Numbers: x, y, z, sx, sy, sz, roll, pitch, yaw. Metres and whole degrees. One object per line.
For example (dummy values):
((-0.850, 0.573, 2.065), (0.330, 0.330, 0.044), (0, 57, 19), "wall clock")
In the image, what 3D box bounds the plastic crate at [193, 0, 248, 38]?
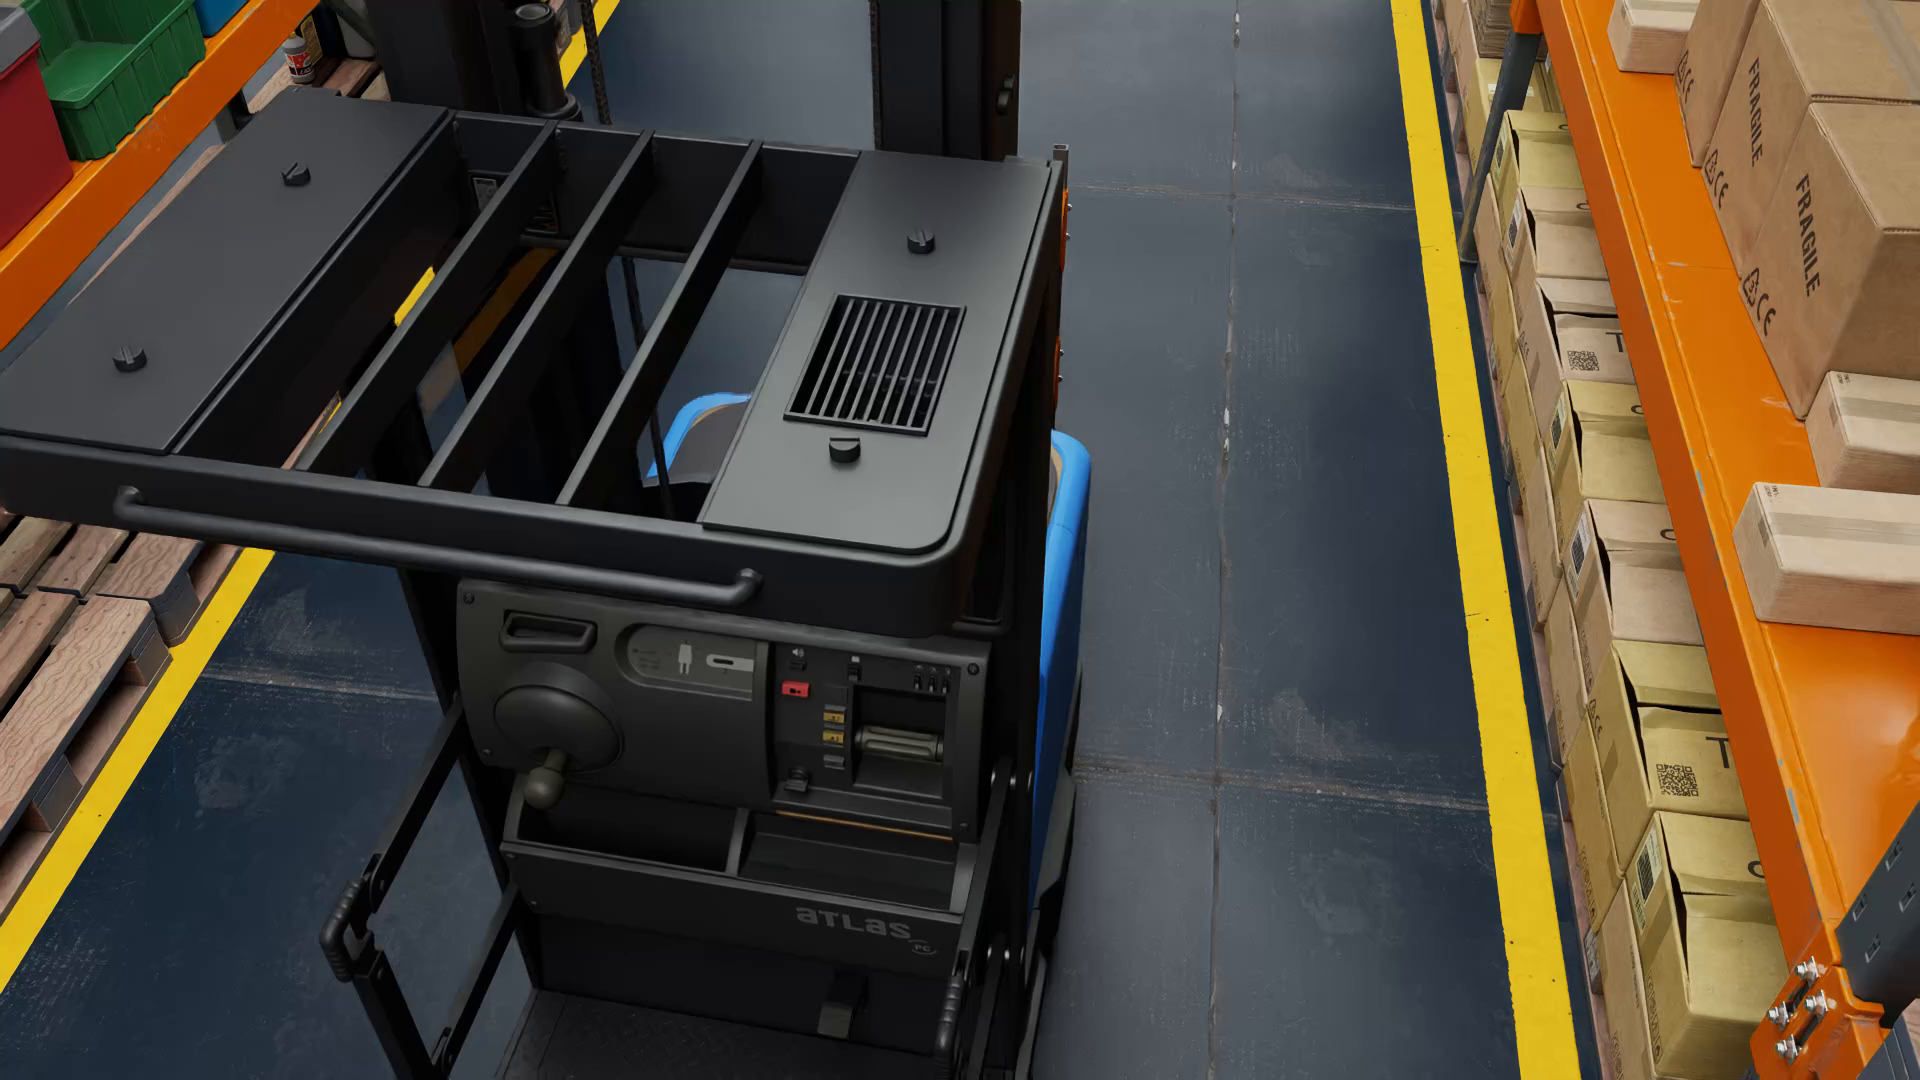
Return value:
((-2.330, -1.809, 4.990), (0.392, 0.384, 0.575), (5, 44, 6), "plastic crate")

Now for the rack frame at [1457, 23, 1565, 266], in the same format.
((2.416, -2.142, 5.331), (1.000, 3.000, 0.127), (5, 44, 6), "rack frame")

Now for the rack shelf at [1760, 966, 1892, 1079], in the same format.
((1.623, 2.208, 1.259), (1.077, 0.370, 4.000), (5, 44, 6), "rack shelf")

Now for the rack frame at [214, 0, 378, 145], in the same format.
((-2.493, -2.595, 5.809), (1.000, 3.000, 0.127), (5, 44, 6), "rack frame")

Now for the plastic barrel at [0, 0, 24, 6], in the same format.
((-2.820, -1.657, 4.918), (0.301, 0.262, 0.301), (0, 43, 0), "plastic barrel")

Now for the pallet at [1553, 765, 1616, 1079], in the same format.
((2.035, 1.039, 3.999), (1.003, 0.211, 1.213), (5, 44, 6), "pallet")

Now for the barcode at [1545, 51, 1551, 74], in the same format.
((1.970, -1.607, 5.565), (0.001, 0.075, 0.075), (5, 44, 6), "barcode")

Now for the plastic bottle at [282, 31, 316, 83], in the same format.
((-2.754, -2.014, 6.911), (0.097, 0.201, 0.097), (0, 43, 0), "plastic bottle")

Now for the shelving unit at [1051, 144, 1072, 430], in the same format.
((-0.001, -0.404, 4.858), (0.538, 1.125, 1.048), (5, 44, 6), "shelving unit")

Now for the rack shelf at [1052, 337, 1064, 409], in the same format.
((-0.001, -0.226, 5.027), (0.538, 0.278, 1.000), (5, 44, 6), "rack shelf")

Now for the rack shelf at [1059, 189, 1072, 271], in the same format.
((-0.001, -0.616, 4.657), (0.538, 0.278, 1.000), (5, 44, 6), "rack shelf")

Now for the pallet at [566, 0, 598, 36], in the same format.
((-2.204, -2.870, 8.128), (1.003, 0.211, 1.213), (5, 44, 6), "pallet")

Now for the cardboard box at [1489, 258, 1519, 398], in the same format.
((2.049, -0.696, 5.497), (0.500, 0.250, 0.500), (6, 44, 7), "cardboard box")

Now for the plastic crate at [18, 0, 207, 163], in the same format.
((-2.443, -1.305, 4.601), (0.450, 0.188, 0.662), (5, 44, 6), "plastic crate")

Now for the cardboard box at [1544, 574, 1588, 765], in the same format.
((1.850, 0.355, 4.388), (0.500, 0.250, 0.500), (6, 44, 6), "cardboard box")

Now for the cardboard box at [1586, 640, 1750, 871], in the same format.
((1.775, 0.492, 3.835), (0.500, 0.311, 0.500), (5, 44, 5), "cardboard box")

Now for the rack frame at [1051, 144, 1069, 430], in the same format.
((0.066, -0.750, 5.224), (0.500, 1.125, 0.032), (5, 44, 6), "rack frame")

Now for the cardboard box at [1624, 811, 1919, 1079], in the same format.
((1.713, 0.847, 3.460), (0.500, 0.311, 0.500), (6, 44, 7), "cardboard box")

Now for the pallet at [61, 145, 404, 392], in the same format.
((-2.558, -1.044, 6.199), (1.003, 0.211, 1.213), (5, 44, 6), "pallet")

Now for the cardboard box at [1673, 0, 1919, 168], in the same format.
((2.229, -1.297, 4.366), (0.500, 0.500, 0.500), (8, 44, 9), "cardboard box")

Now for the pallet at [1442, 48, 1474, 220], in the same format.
((2.563, -1.668, 6.858), (1.003, 0.211, 1.213), (5, 44, 6), "pallet")

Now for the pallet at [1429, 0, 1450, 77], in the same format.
((2.722, -2.502, 7.738), (1.003, 0.211, 1.213), (5, 44, 6), "pallet")

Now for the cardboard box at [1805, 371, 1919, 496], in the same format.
((2.000, -0.199, 3.461), (0.380, 0.149, 0.250), (8, 44, 9), "cardboard box")

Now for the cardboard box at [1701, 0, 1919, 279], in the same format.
((2.163, -0.956, 4.005), (0.500, 0.500, 0.500), (5, 44, 6), "cardboard box")

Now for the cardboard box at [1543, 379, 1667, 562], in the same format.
((1.913, -0.193, 4.559), (0.500, 0.311, 0.500), (6, 44, 7), "cardboard box")

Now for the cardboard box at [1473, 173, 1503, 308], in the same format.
((2.118, -1.044, 5.865), (0.500, 0.250, 0.500), (4, 44, 5), "cardboard box")

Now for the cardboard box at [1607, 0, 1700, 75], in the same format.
((2.097, -1.466, 4.799), (0.380, 0.149, 0.250), (5, 44, 6), "cardboard box")

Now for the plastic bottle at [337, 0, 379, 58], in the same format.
((-2.551, -2.245, 7.046), (0.144, 0.351, 0.185), (5, 44, 6), "plastic bottle")

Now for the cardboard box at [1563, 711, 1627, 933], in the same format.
((1.780, 0.698, 4.026), (0.500, 0.250, 0.500), (5, 44, 5), "cardboard box")

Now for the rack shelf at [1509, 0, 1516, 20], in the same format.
((2.681, -3.244, 7.017), (1.077, 0.370, 4.000), (5, 44, 6), "rack shelf")

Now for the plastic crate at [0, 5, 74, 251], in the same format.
((-2.505, -0.966, 4.041), (0.402, 0.464, 0.583), (5, 44, 6), "plastic crate")

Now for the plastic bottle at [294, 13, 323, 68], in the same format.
((-2.756, -2.126, 6.969), (0.061, 0.283, 0.133), (7, 44, 8), "plastic bottle")

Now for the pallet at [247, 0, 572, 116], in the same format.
((-2.363, -2.036, 7.247), (1.003, 0.211, 1.213), (5, 44, 6), "pallet")

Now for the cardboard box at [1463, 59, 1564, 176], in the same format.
((2.261, -1.632, 6.486), (0.500, 0.250, 0.500), (5, 44, 6), "cardboard box")

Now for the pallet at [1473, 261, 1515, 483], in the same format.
((2.358, -0.624, 5.755), (1.003, 0.211, 1.213), (5, 44, 6), "pallet")

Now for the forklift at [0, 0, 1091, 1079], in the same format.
((-0.453, 0.393, 2.703), (1.130, 2.935, 3.031), (7, 44, 8), "forklift")

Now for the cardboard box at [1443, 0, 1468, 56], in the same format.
((2.389, -2.314, 7.207), (0.500, 0.250, 0.500), (5, 44, 6), "cardboard box")

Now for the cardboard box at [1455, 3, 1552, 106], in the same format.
((2.337, -1.972, 6.845), (0.500, 0.250, 0.500), (5, 44, 6), "cardboard box")

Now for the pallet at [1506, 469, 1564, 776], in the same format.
((2.199, 0.210, 4.875), (1.003, 0.211, 1.213), (5, 44, 6), "pallet")

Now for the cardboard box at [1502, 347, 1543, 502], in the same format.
((1.983, -0.342, 5.124), (0.500, 0.250, 0.500), (4, 44, 4), "cardboard box")

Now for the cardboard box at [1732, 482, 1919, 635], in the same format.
((1.733, 0.037, 3.212), (0.380, 0.149, 0.250), (5, 44, 6), "cardboard box")

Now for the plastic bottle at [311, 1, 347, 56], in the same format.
((-2.693, -2.258, 7.060), (0.144, 0.351, 0.185), (4, 44, 4), "plastic bottle")

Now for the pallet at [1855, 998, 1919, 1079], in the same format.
((1.868, 1.122, 2.023), (1.213, 0.211, 1.003), (5, 44, 6), "pallet")

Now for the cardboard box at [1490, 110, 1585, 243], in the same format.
((2.115, -1.241, 5.665), (0.500, 0.311, 0.500), (5, 44, 6), "cardboard box")

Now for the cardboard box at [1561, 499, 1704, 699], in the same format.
((1.845, 0.148, 4.198), (0.500, 0.311, 0.500), (5, 44, 5), "cardboard box")

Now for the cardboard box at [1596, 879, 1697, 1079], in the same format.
((1.715, 1.049, 3.655), (0.500, 0.250, 0.500), (6, 44, 7), "cardboard box")

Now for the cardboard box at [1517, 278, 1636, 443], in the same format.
((1.976, -0.547, 4.933), (0.500, 0.311, 0.500), (4, 44, 4), "cardboard box")

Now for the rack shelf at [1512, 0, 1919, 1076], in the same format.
((2.152, -0.518, 4.138), (1.077, 0.370, 4.000), (5, 44, 6), "rack shelf")

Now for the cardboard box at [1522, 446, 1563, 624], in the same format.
((1.915, 0.004, 4.758), (0.500, 0.250, 0.500), (6, 44, 6), "cardboard box")

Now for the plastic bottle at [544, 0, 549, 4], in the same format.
((-1.887, -2.518, 7.383), (0.061, 0.283, 0.133), (7, 44, 7), "plastic bottle")

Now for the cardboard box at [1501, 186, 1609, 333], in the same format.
((2.044, -0.900, 5.305), (0.500, 0.311, 0.500), (5, 44, 5), "cardboard box")

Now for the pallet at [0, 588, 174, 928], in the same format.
((-2.881, 0.619, 4.442), (1.003, 0.211, 1.213), (5, 44, 6), "pallet")

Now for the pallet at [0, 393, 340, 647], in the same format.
((-2.717, -0.210, 5.318), (1.003, 0.211, 1.213), (5, 44, 6), "pallet")

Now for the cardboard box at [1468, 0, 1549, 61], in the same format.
((2.339, -2.244, 6.587), (0.500, 0.500, 0.500), (5, 44, 6), "cardboard box")

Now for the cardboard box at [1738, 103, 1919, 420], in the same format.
((2.093, -0.597, 3.626), (0.500, 0.500, 0.500), (3, 44, 3), "cardboard box")
